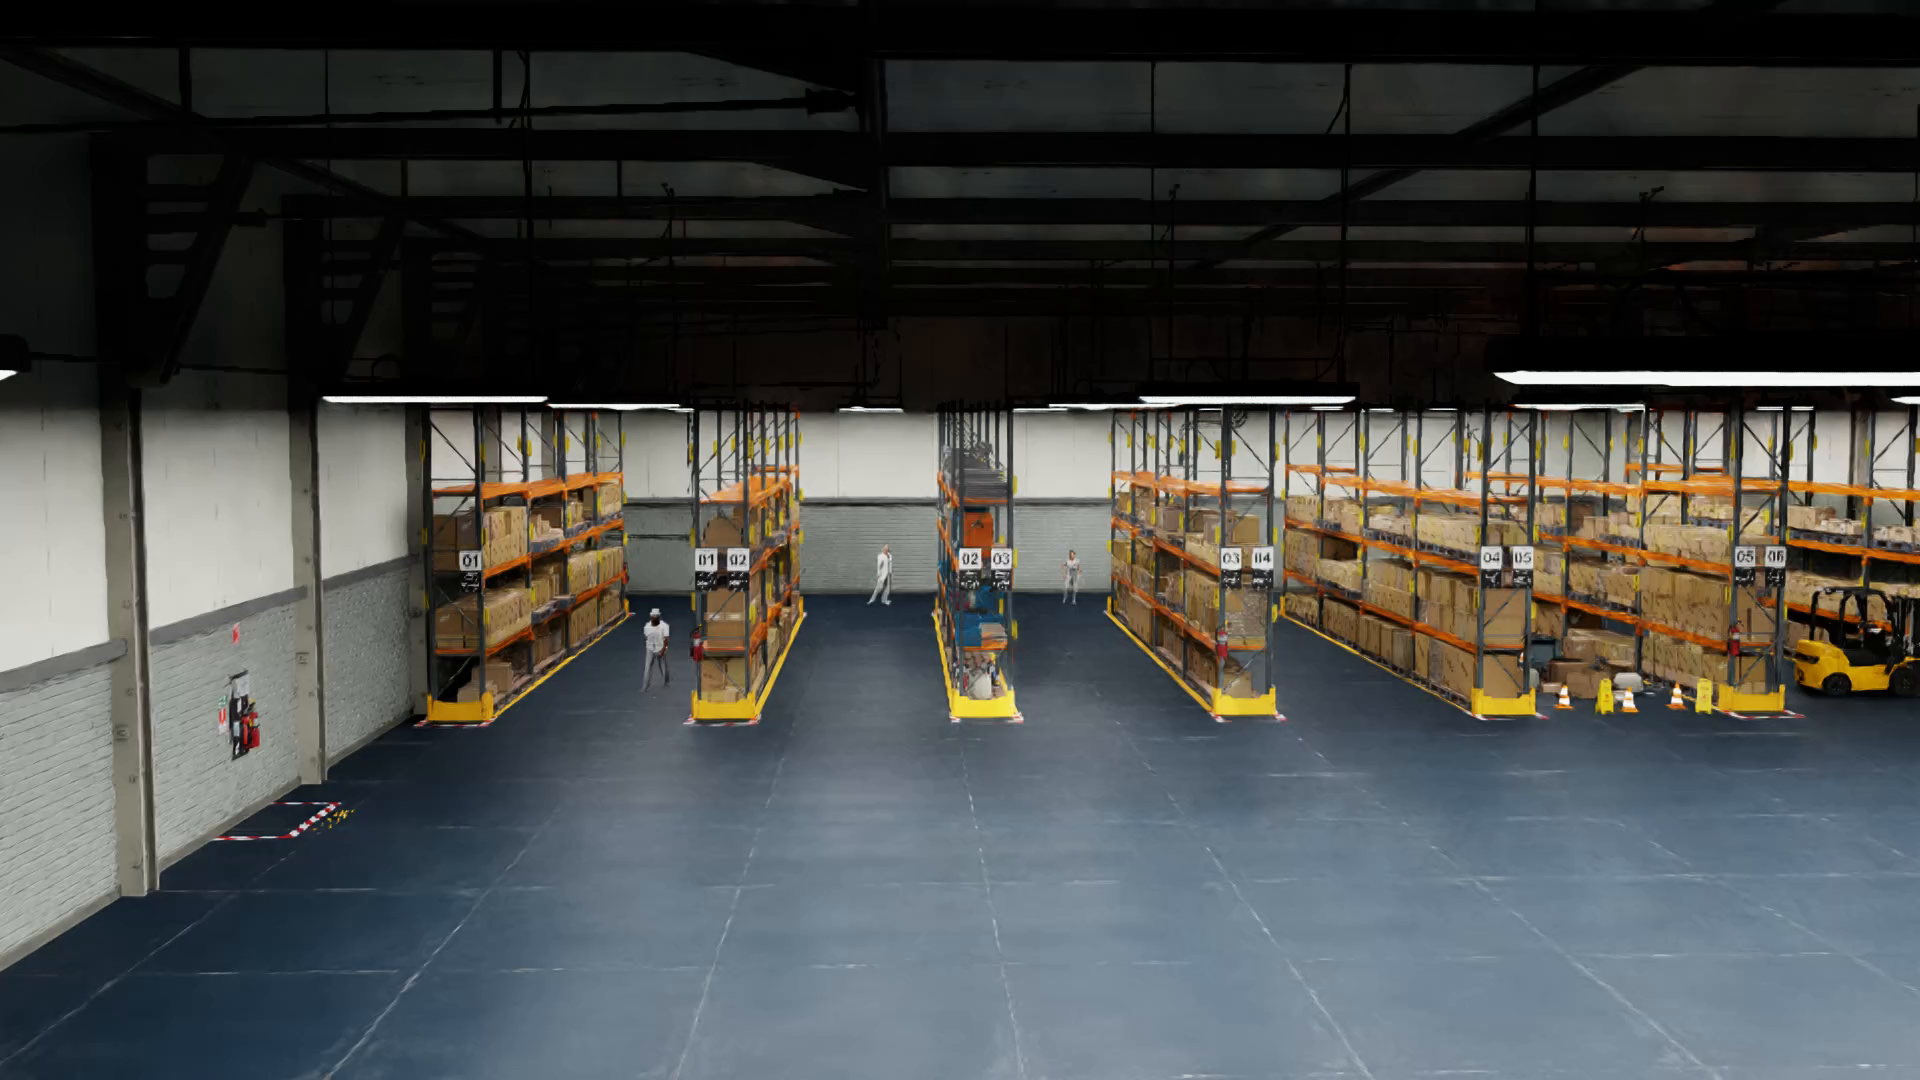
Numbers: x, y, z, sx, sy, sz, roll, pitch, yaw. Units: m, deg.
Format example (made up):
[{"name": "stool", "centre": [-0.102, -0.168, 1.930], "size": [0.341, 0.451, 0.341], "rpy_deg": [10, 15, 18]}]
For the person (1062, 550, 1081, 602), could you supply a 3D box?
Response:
[{"name": "person", "centre": [3.368, 1.095, 50.419], "size": [0.580, 1.618, 0.507], "rpy_deg": [0, 4, -4]}]

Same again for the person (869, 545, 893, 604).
[{"name": "person", "centre": [-2.369, 1.035, 50.081], "size": [0.778, 1.769, 0.560], "rpy_deg": [-4, 6, -41]}]

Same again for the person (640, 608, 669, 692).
[{"name": "person", "centre": [-6.269, 2.255, 34.326], "size": [0.570, 1.708, 1.041], "rpy_deg": [1, 4, 7]}]

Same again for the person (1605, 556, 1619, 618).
[{"name": "person", "centre": [18.200, 1.323, 46.345], "size": [0.597, 1.745, 0.743], "rpy_deg": [0, 4, 1]}]
